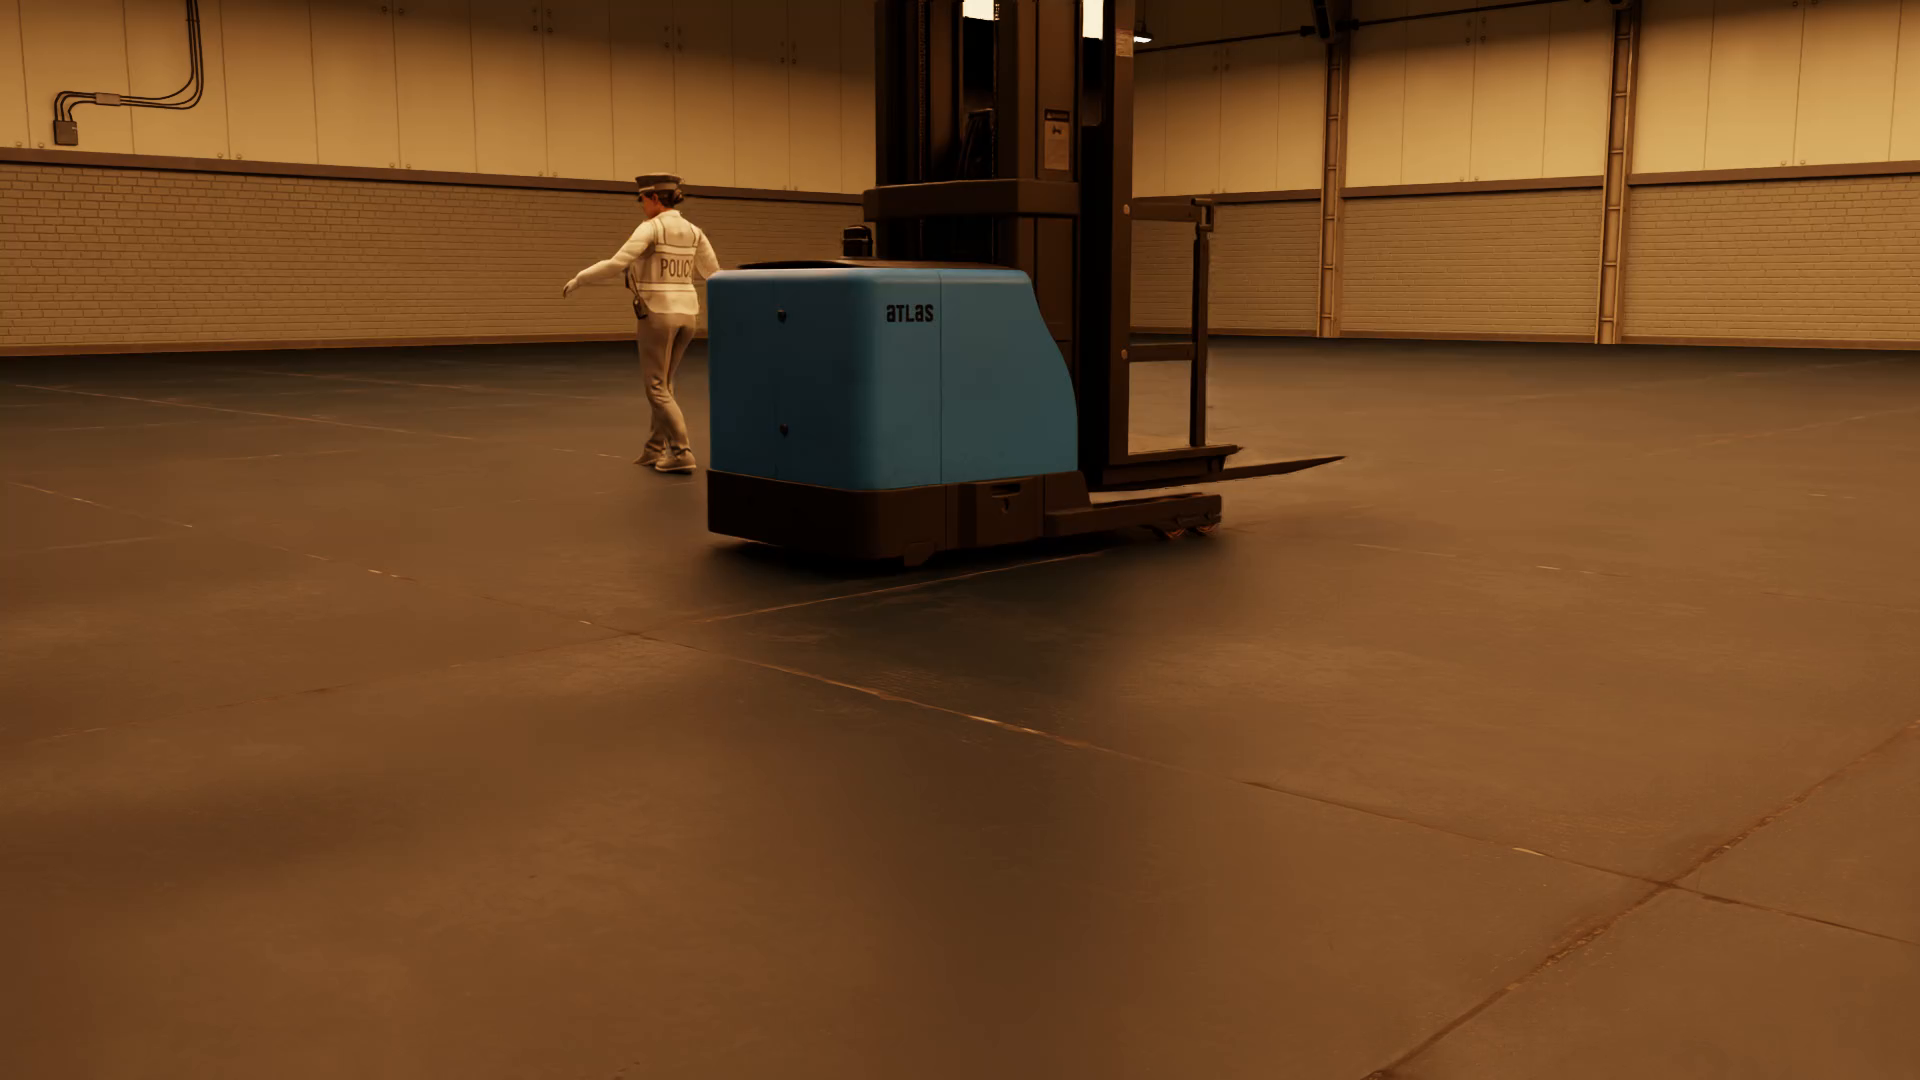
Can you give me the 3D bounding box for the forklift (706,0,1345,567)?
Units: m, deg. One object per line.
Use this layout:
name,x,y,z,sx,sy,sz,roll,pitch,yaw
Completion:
forklift,0.455,-1.510,6.902,3.031,2.935,1.130,-7,11,-41

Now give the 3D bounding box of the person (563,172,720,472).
person,-1.676,-1.198,9.282,0.684,1.664,0.913,6,10,35
